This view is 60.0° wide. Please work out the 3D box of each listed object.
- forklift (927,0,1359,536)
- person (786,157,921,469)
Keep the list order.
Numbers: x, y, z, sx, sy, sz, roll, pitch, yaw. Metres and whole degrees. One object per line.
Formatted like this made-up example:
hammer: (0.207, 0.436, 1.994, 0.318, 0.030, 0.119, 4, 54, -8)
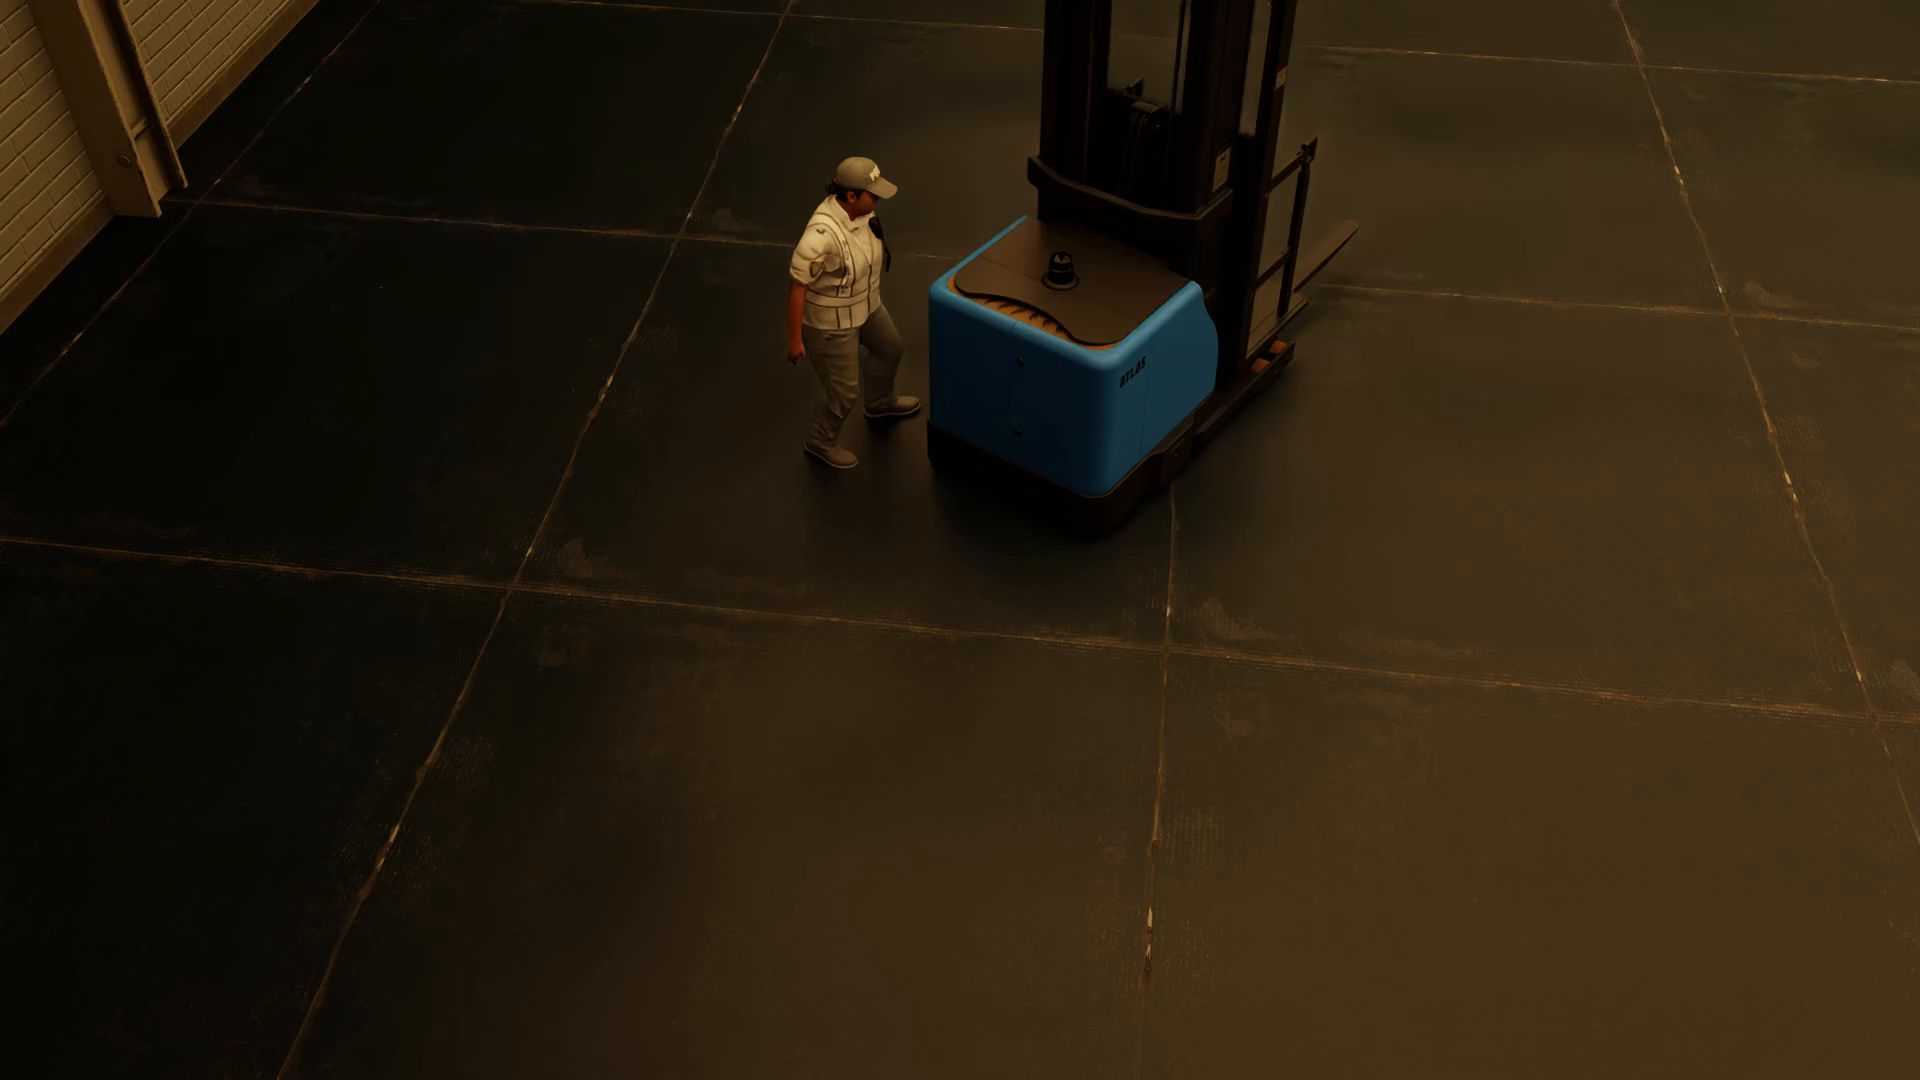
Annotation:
forklift: (1.122, -2.048, 7.954, 1.130, 2.935, 3.031, 27, 49, 26)
person: (-0.509, -1.094, 7.886, 0.470, 1.637, 0.816, 19, 46, 19)
